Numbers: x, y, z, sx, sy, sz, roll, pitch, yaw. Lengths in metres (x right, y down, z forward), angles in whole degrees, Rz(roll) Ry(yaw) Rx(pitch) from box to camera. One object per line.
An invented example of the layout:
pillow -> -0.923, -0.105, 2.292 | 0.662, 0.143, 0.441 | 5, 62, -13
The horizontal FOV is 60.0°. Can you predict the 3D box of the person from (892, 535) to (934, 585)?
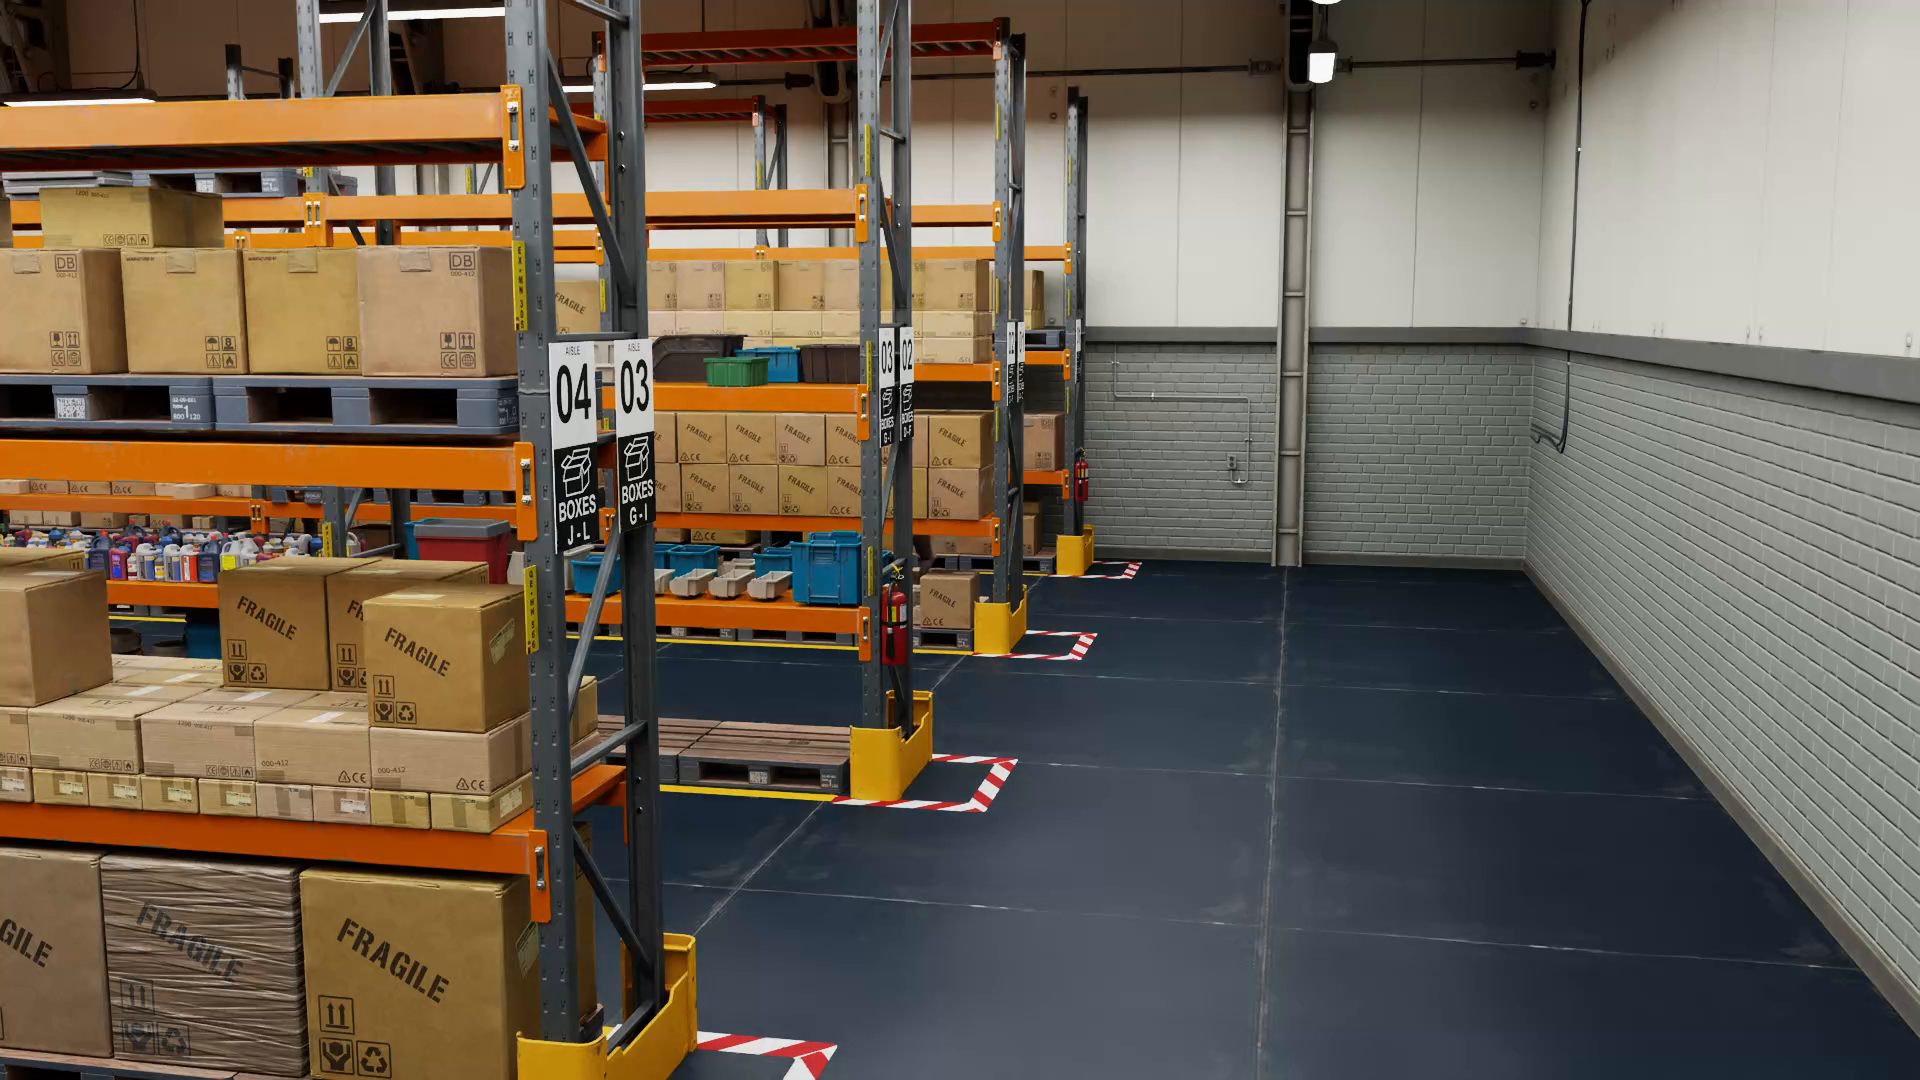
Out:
person -> -0.577, -0.074, 19.320 | 0.589, 1.488, 0.648 | 2, 8, 12
